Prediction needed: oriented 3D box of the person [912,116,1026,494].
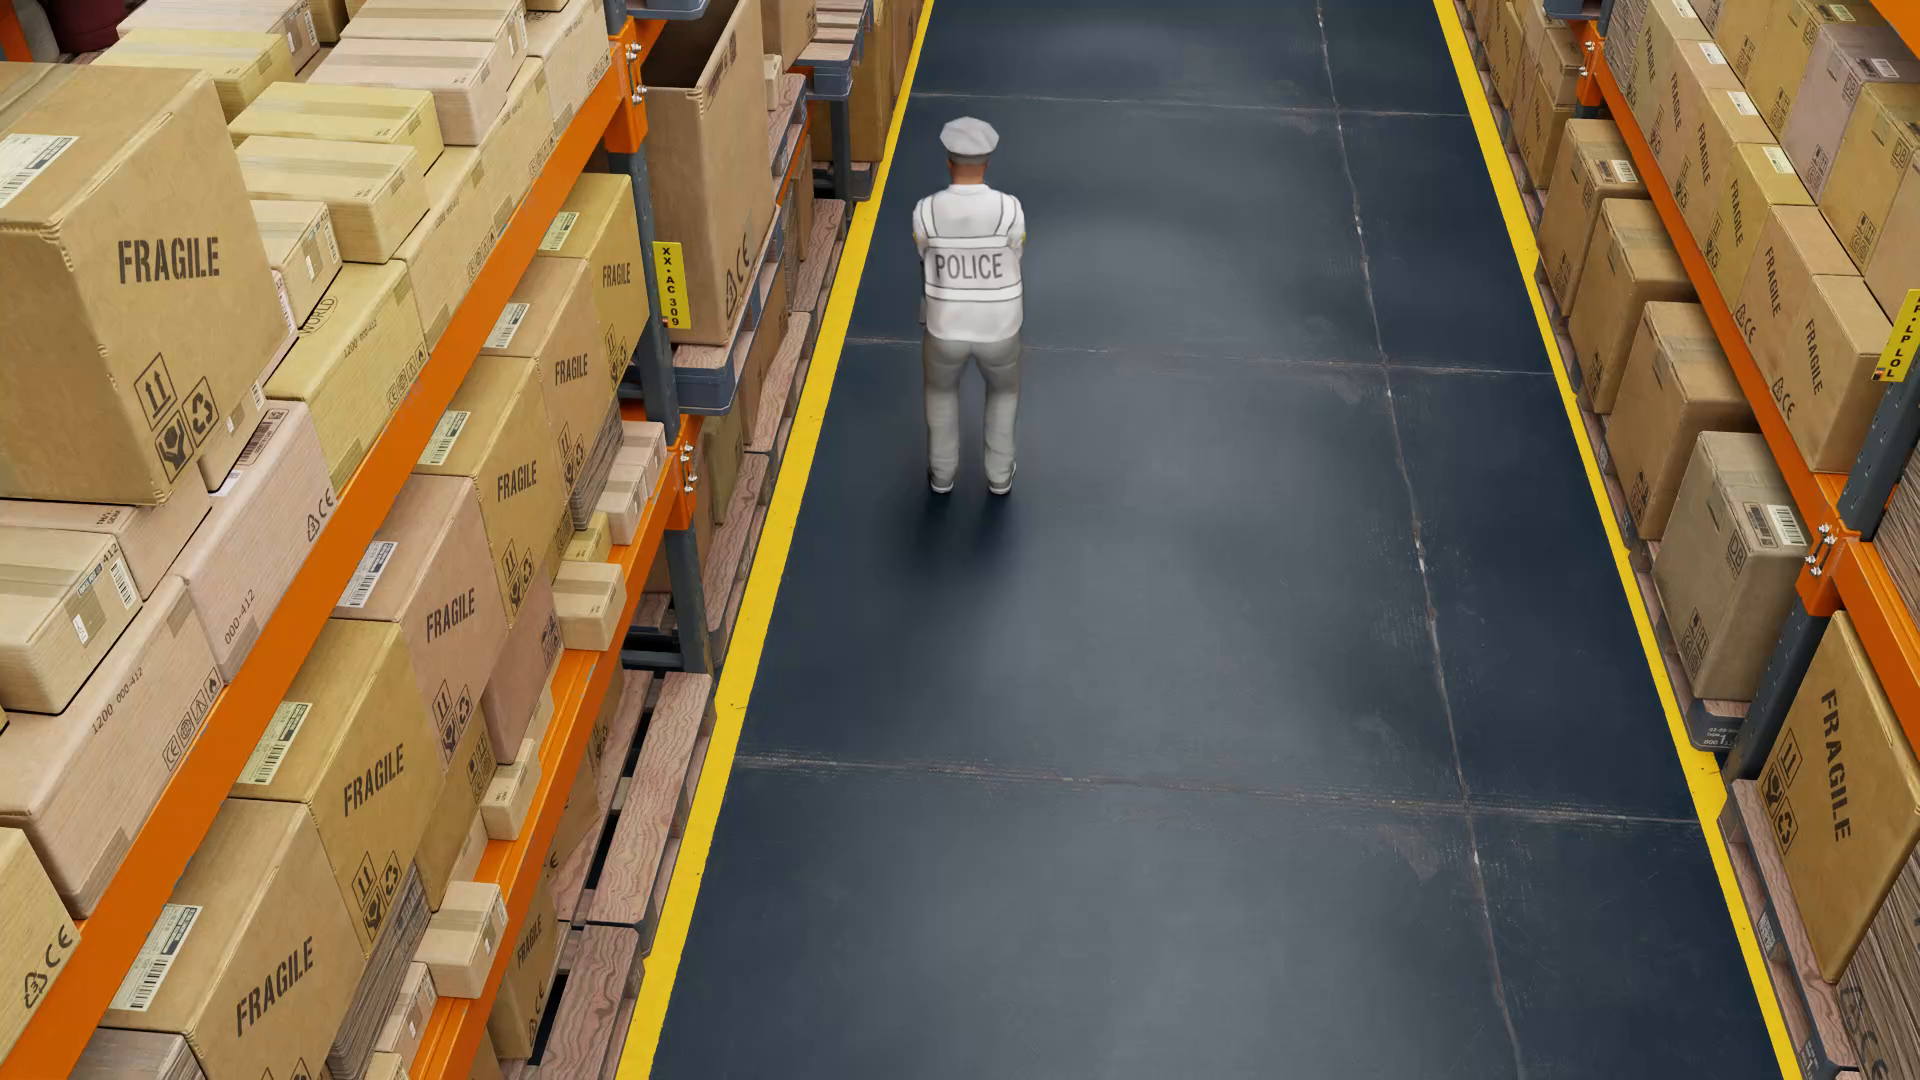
[{"bbox_3d":[0.039,-1.002,7.371,0.485,1.738,0.597,1,40,1],"label":"person"}]
